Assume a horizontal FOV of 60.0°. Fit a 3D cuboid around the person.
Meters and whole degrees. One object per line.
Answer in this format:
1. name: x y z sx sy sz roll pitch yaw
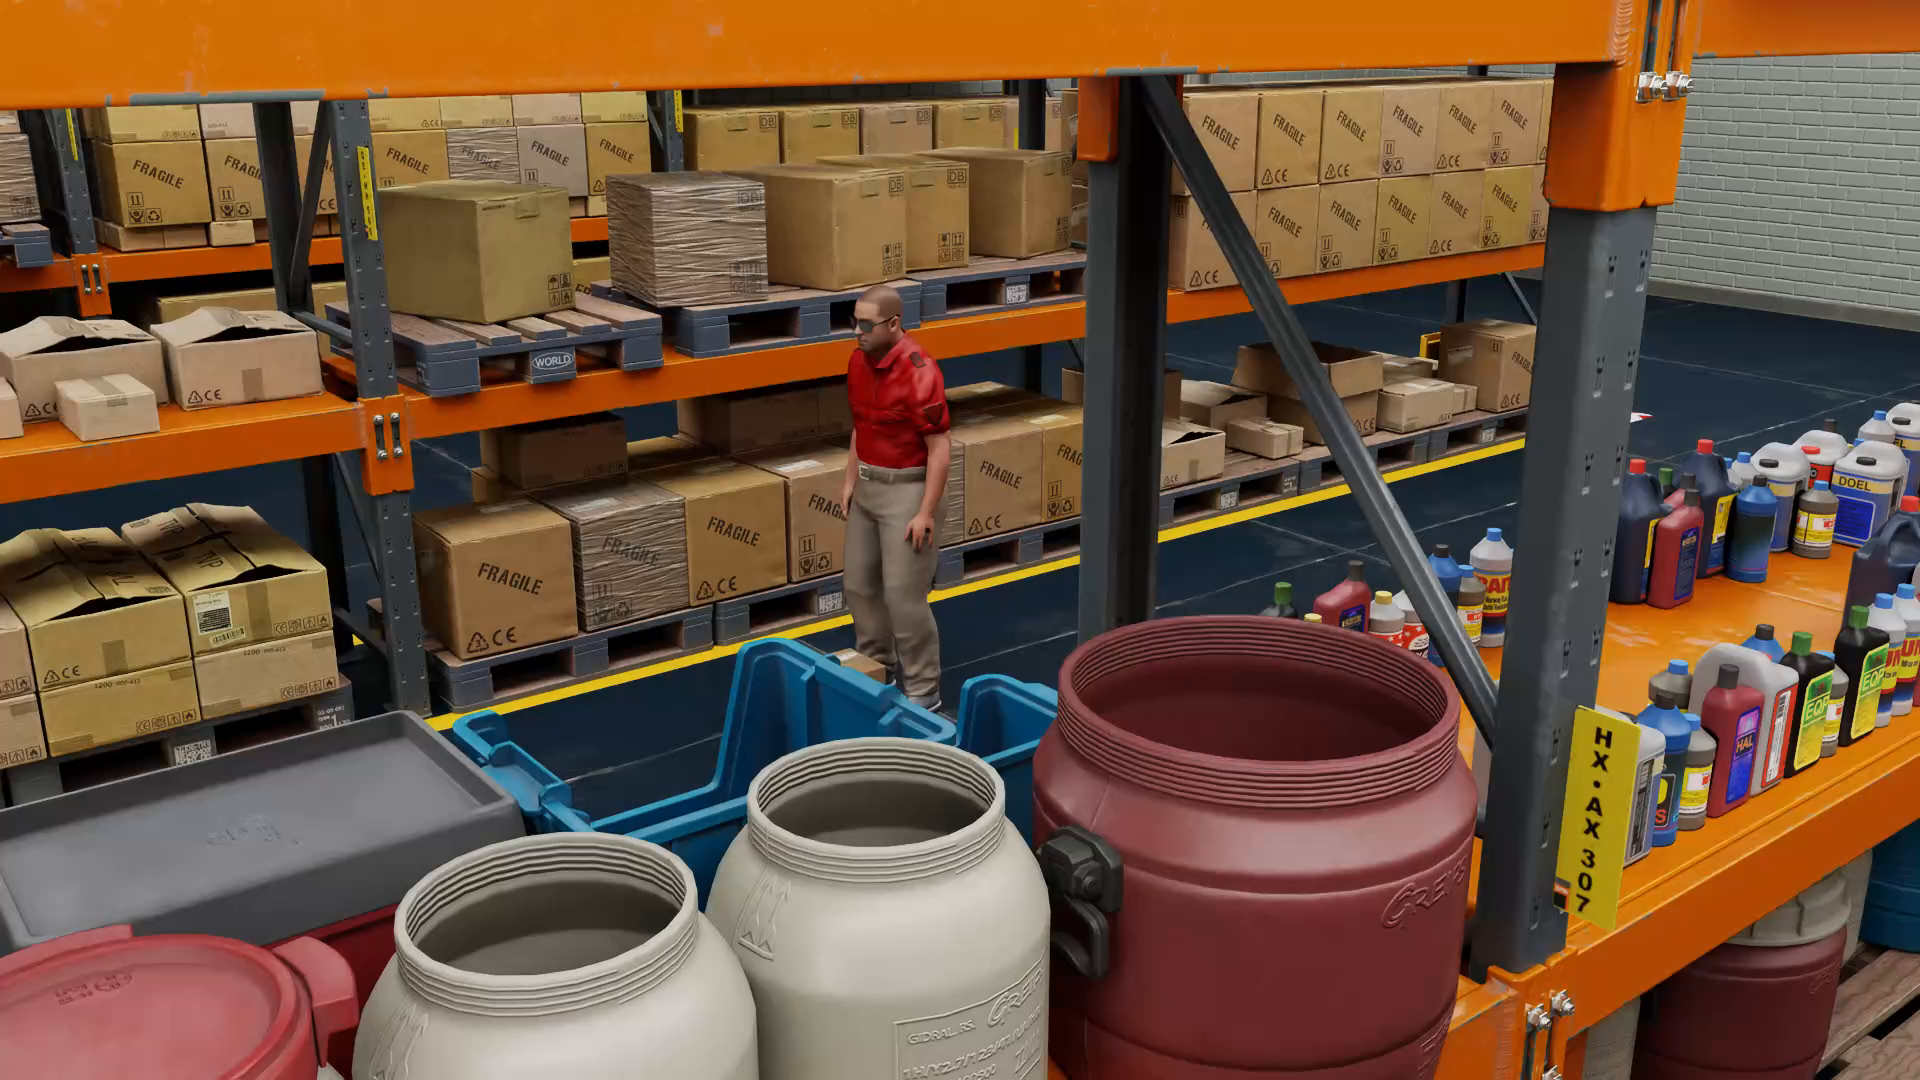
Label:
1. person: -0.272 -0.147 6.539 0.394 1.726 0.583 -13 22 -36
